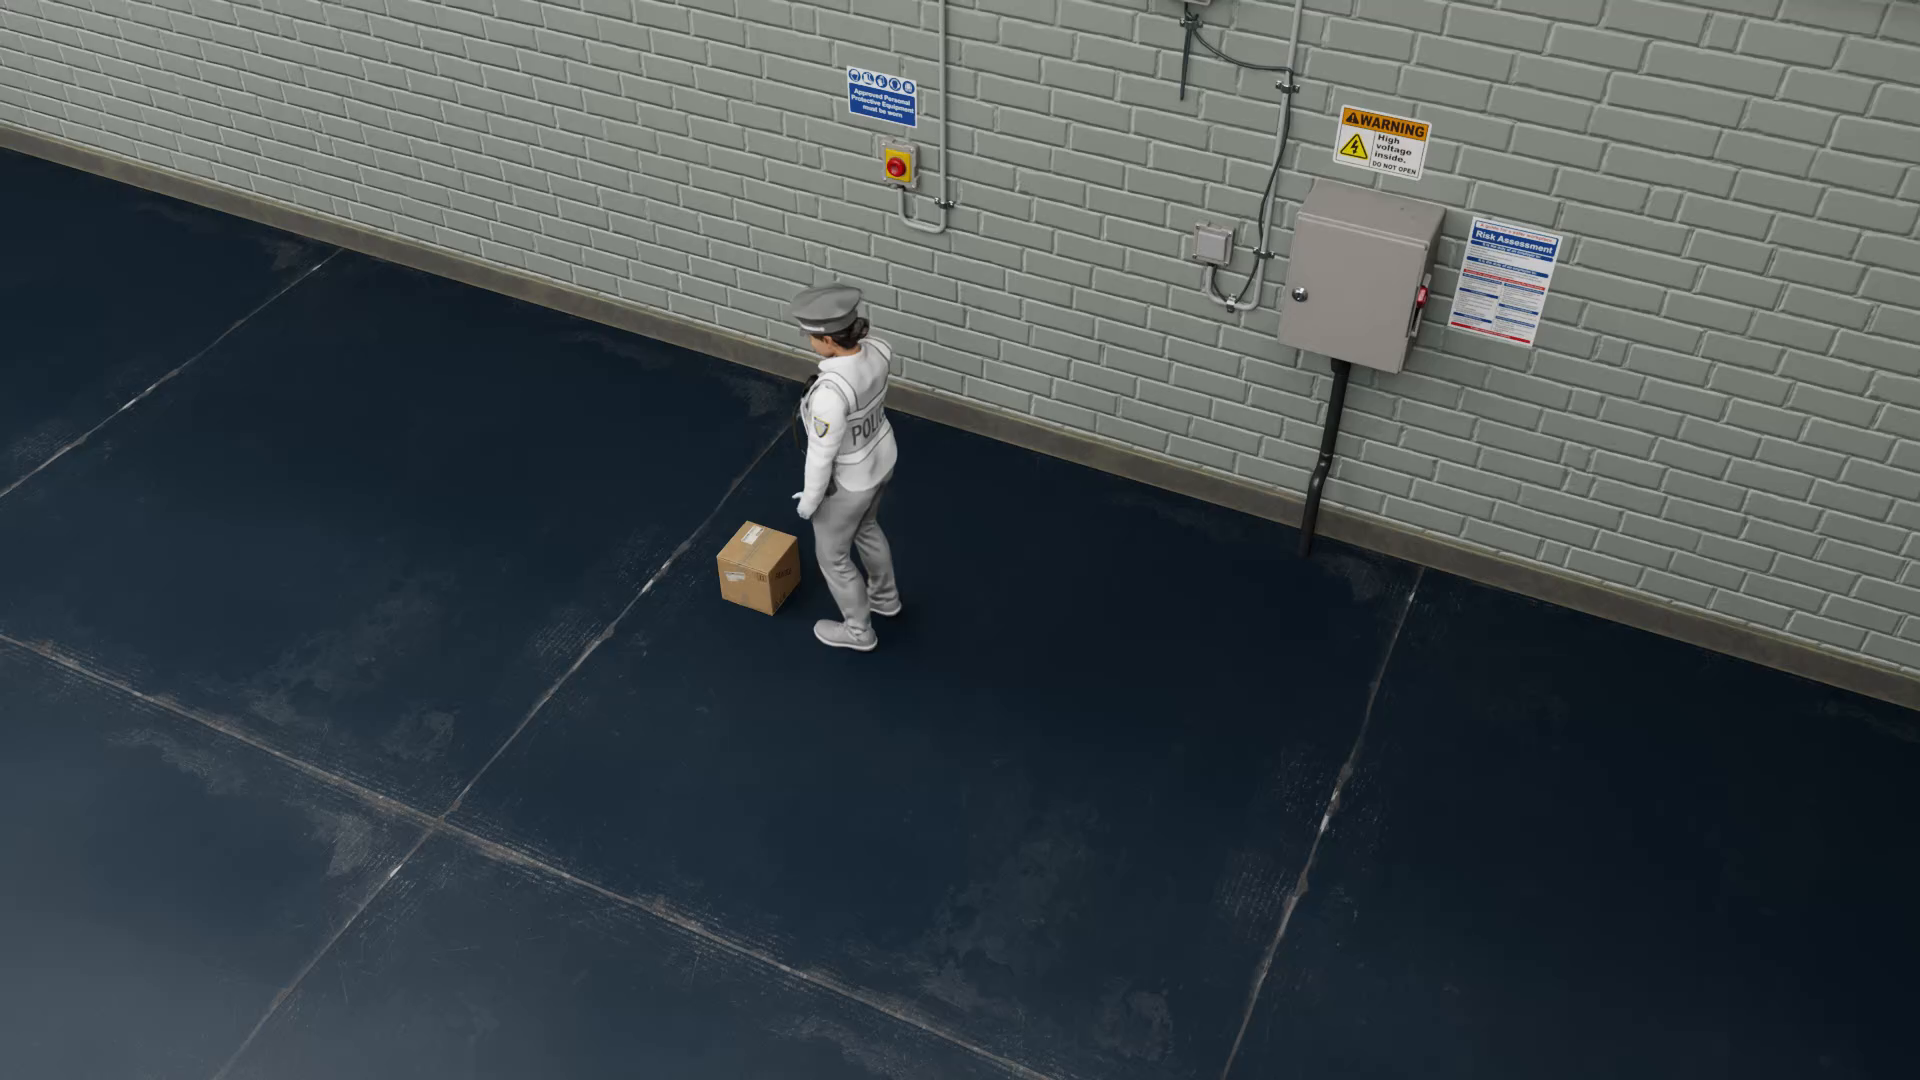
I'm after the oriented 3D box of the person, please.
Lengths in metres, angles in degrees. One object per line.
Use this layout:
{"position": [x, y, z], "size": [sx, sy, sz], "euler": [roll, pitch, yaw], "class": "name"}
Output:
{"position": [-0.437, -0.244, 6.441], "size": [0.338, 1.661, 0.476], "euler": [18, 45, 19], "class": "person"}
